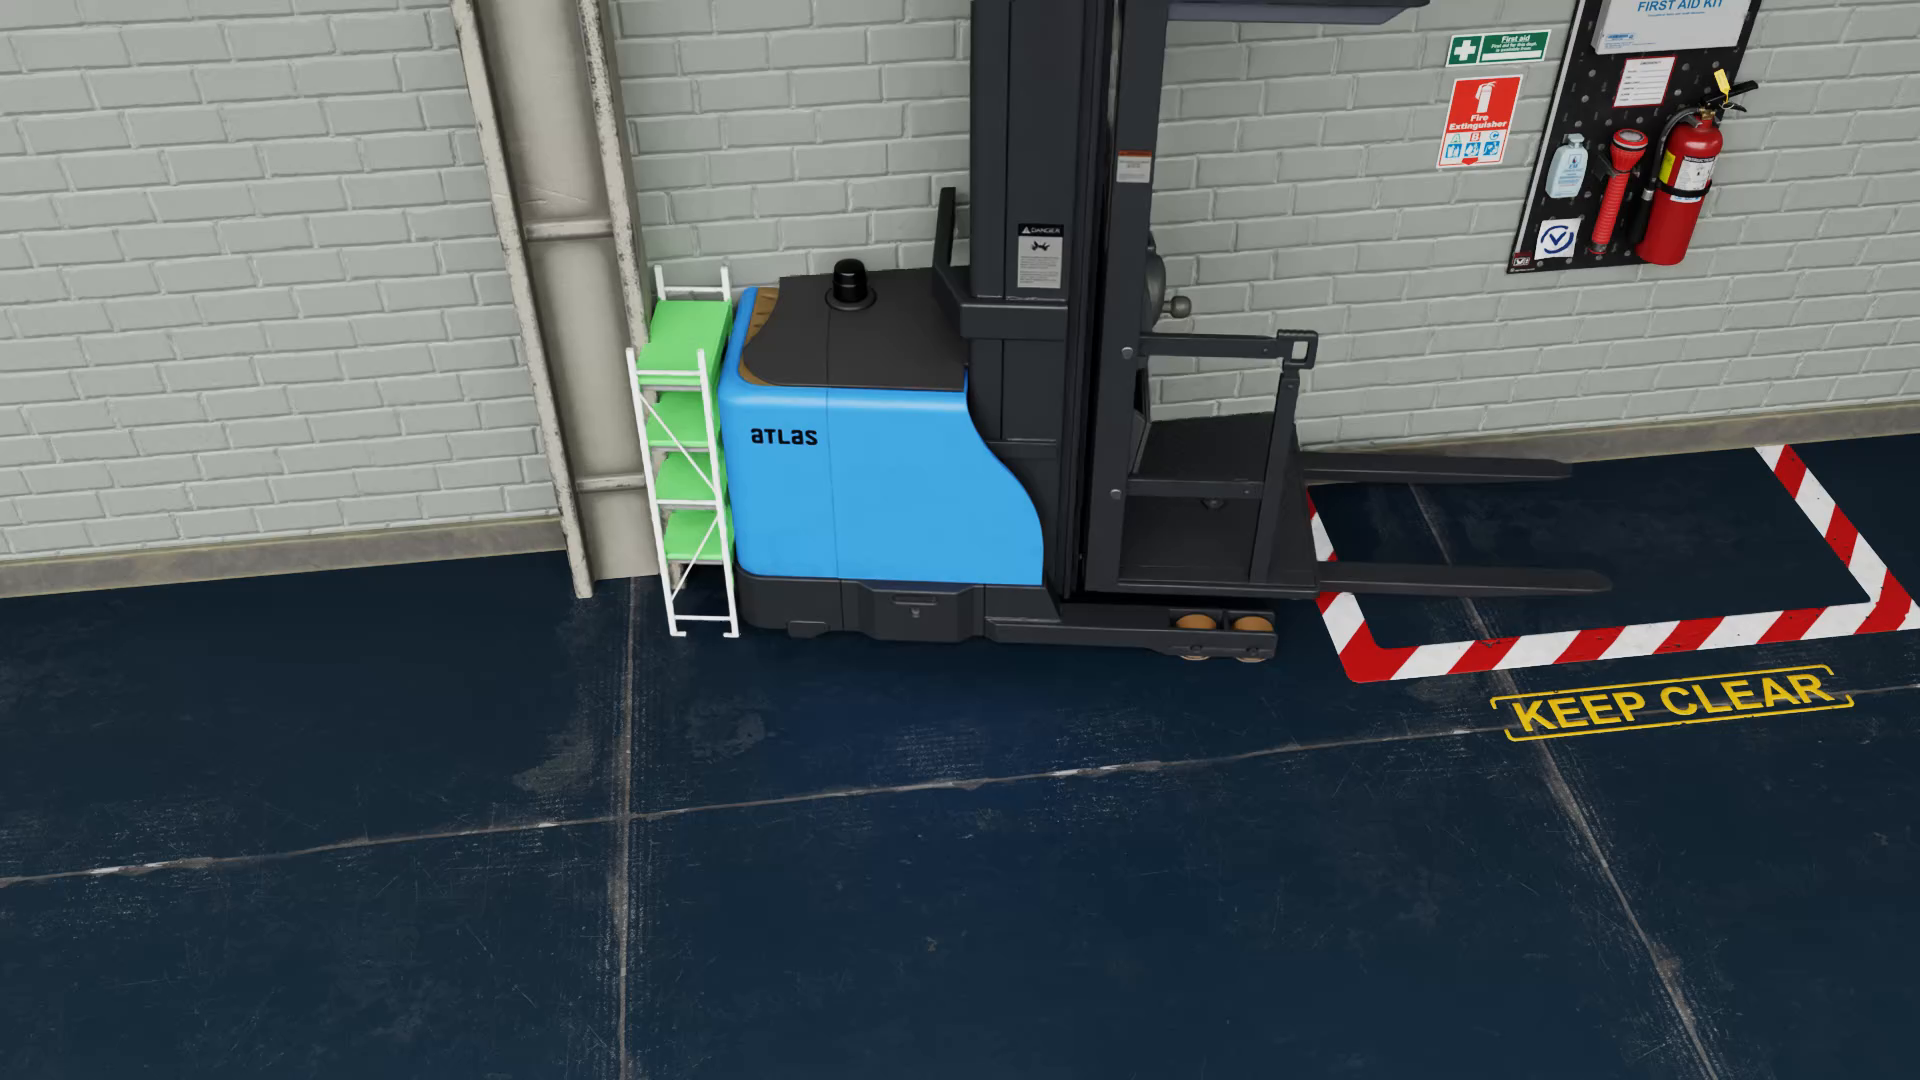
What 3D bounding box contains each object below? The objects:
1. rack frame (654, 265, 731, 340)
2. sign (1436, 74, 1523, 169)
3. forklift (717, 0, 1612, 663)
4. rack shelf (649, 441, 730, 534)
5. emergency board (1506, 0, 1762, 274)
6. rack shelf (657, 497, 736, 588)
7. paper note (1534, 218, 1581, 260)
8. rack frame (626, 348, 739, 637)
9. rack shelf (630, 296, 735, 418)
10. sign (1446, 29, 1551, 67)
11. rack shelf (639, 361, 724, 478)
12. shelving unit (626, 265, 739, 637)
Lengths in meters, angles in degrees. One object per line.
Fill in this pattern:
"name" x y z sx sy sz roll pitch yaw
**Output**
"rack frame" -0.882 -0.438 5.846 0.240 1.200 0.015 1 40 2
"sign" 1.722 -1.388 5.522 0.234 0.329 0.001 -5 42 -6
"forklift" 0.755 -1.030 5.204 3.031 2.935 1.130 2 42 2
"rack shelf" -0.891 -0.232 5.701 0.258 0.148 0.480 1 40 2
"emergency board" 2.284 -1.354 5.511 0.643 1.169 0.194 -5 42 -6
"rack shelf" -0.890 -0.048 5.856 0.258 0.148 0.480 1 40 2
"paper note" 2.100 -1.057 5.840 0.142 0.148 0.016 -5 42 -6
"rack frame" -0.900 -0.123 5.474 0.240 1.200 0.015 1 40 2
"rack shelf" -0.892 -0.598 5.391 0.258 0.148 0.480 1 40 2
"sign" 1.728 -1.579 5.339 0.331 0.109 0.001 -5 42 -6
"rack shelf" -0.892 -0.415 5.546 0.258 0.148 0.480 1 40 2
"shelving unit" -0.891 -0.280 5.660 0.258 1.200 0.503 1 40 2
